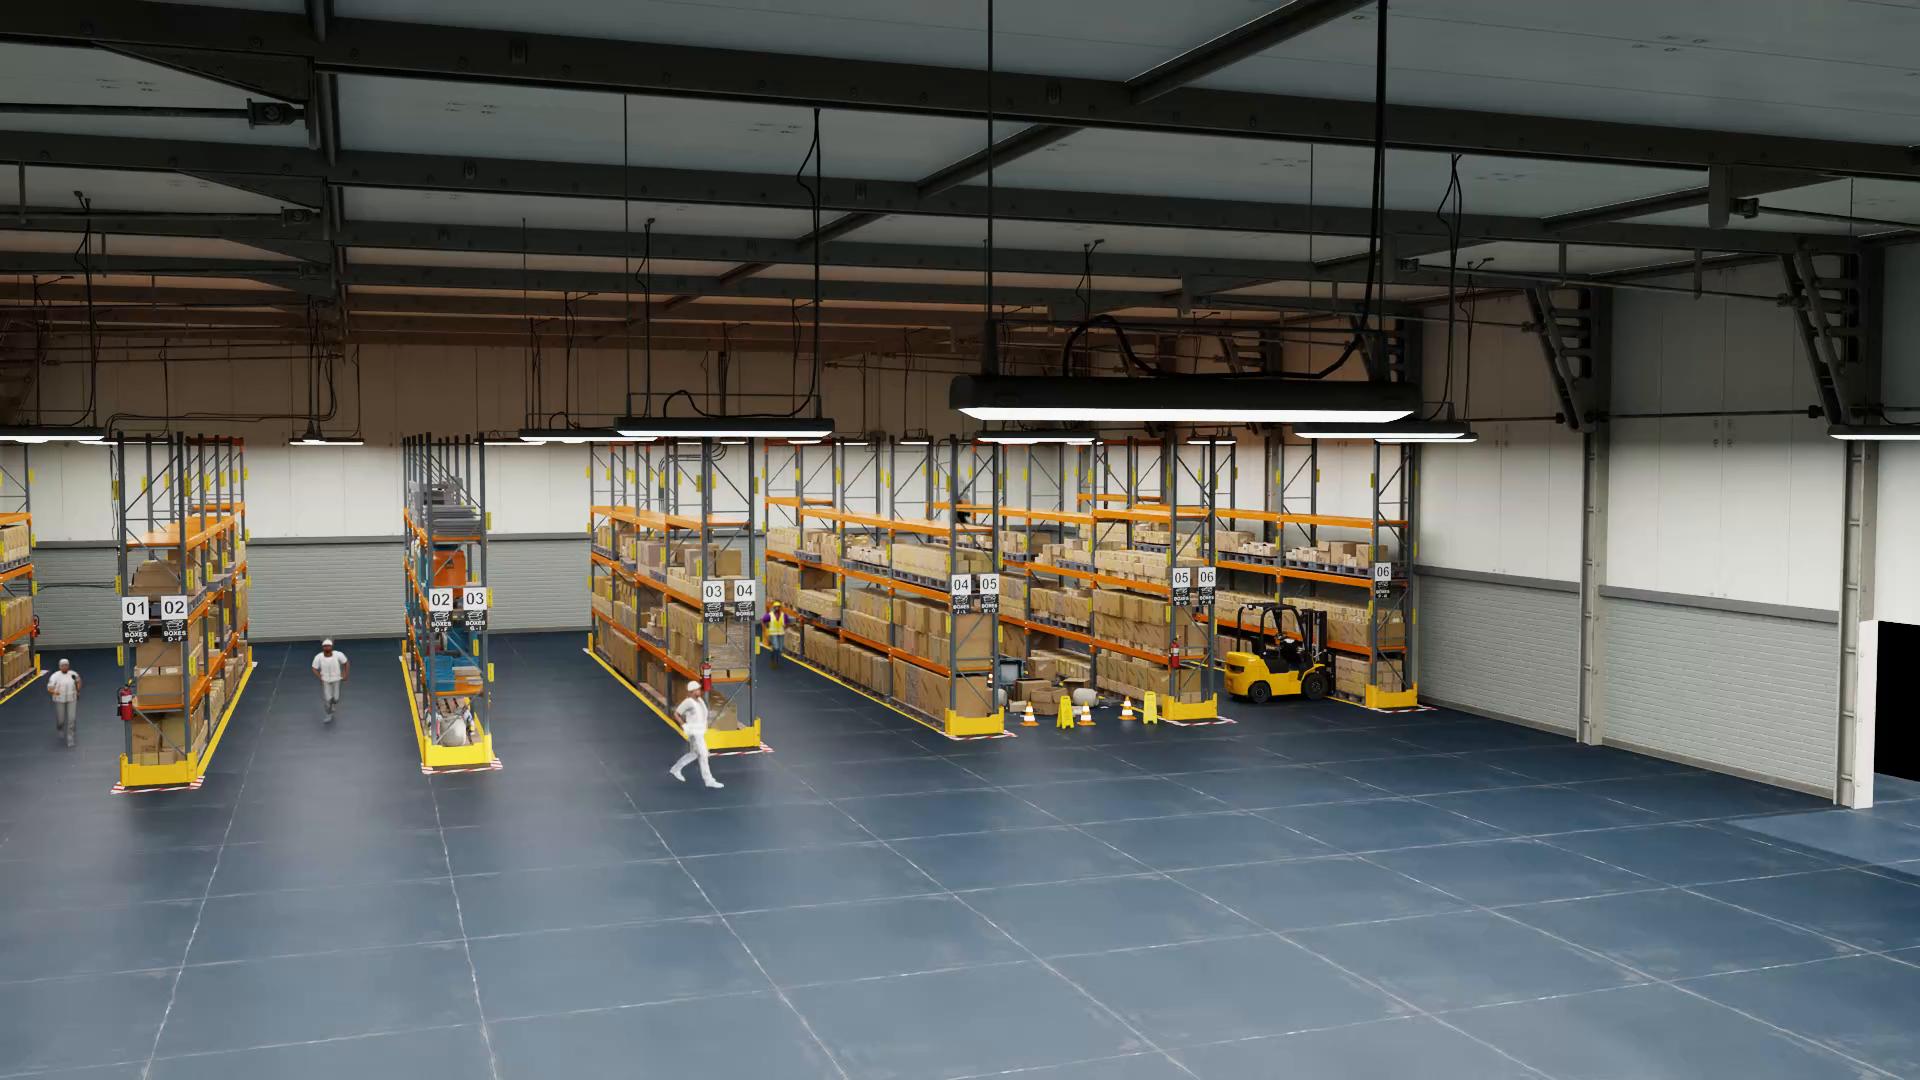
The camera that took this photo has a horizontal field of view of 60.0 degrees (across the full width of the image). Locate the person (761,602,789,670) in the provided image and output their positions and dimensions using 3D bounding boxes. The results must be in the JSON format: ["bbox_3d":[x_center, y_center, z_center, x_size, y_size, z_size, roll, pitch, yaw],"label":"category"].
[{"bbox_3d":[-4.722,2.465,42.898,0.676,1.754,0.683,-1,3,-25],"label":"person"}]

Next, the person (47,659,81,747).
[{"bbox_3d":[-17.253,3.118,32.070,0.609,1.664,0.891,-2,4,-36],"label":"person"}]

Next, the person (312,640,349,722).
[{"bbox_3d":[-13.186,2.940,34.832,0.722,1.729,0.649,-1,3,-20],"label":"person"}]

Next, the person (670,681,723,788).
[{"bbox_3d":[-4.444,3.251,27.958,1.001,1.767,0.687,1,3,11],"label":"person"}]
